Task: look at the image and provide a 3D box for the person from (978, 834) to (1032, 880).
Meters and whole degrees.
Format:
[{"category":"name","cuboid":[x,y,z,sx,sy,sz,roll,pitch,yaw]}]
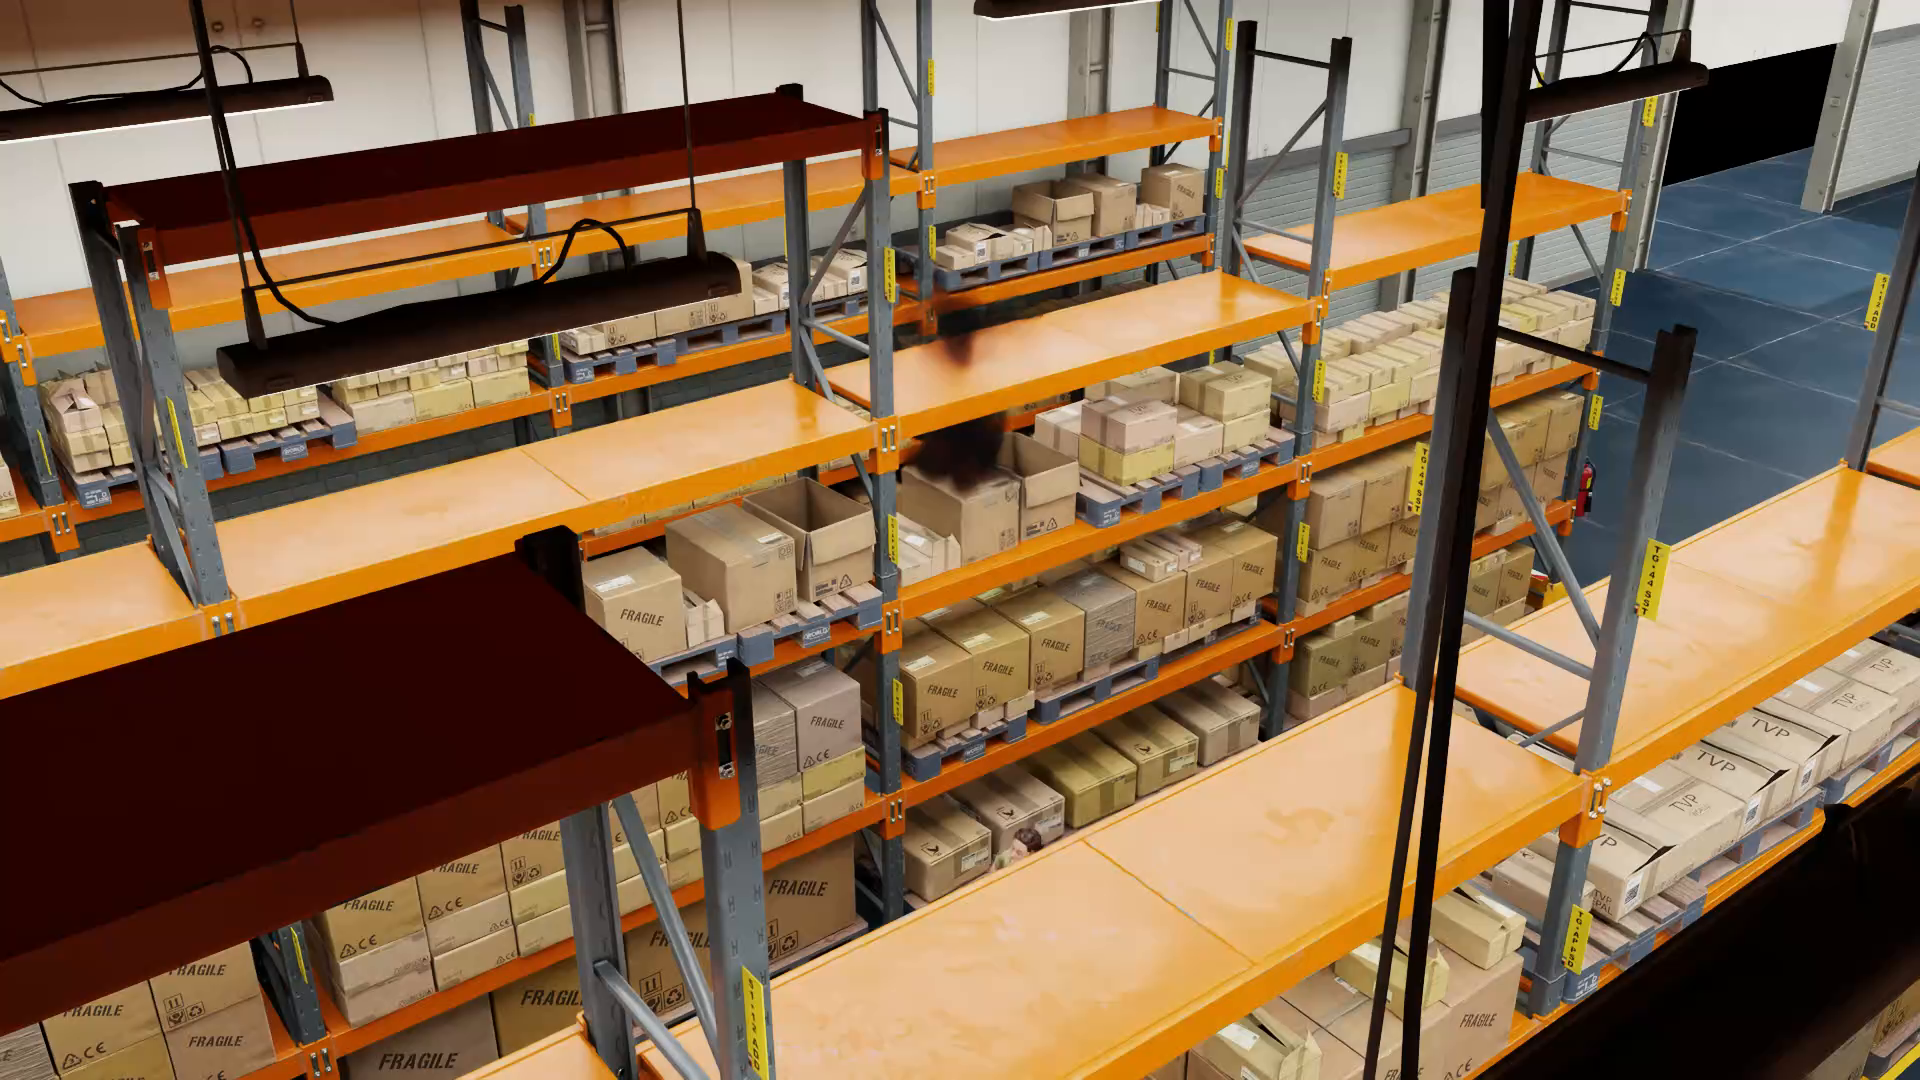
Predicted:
[{"category":"person","cuboid":[0.280,2.609,10.874,0.916,1.664,0.659,-18,31,-32]}]
